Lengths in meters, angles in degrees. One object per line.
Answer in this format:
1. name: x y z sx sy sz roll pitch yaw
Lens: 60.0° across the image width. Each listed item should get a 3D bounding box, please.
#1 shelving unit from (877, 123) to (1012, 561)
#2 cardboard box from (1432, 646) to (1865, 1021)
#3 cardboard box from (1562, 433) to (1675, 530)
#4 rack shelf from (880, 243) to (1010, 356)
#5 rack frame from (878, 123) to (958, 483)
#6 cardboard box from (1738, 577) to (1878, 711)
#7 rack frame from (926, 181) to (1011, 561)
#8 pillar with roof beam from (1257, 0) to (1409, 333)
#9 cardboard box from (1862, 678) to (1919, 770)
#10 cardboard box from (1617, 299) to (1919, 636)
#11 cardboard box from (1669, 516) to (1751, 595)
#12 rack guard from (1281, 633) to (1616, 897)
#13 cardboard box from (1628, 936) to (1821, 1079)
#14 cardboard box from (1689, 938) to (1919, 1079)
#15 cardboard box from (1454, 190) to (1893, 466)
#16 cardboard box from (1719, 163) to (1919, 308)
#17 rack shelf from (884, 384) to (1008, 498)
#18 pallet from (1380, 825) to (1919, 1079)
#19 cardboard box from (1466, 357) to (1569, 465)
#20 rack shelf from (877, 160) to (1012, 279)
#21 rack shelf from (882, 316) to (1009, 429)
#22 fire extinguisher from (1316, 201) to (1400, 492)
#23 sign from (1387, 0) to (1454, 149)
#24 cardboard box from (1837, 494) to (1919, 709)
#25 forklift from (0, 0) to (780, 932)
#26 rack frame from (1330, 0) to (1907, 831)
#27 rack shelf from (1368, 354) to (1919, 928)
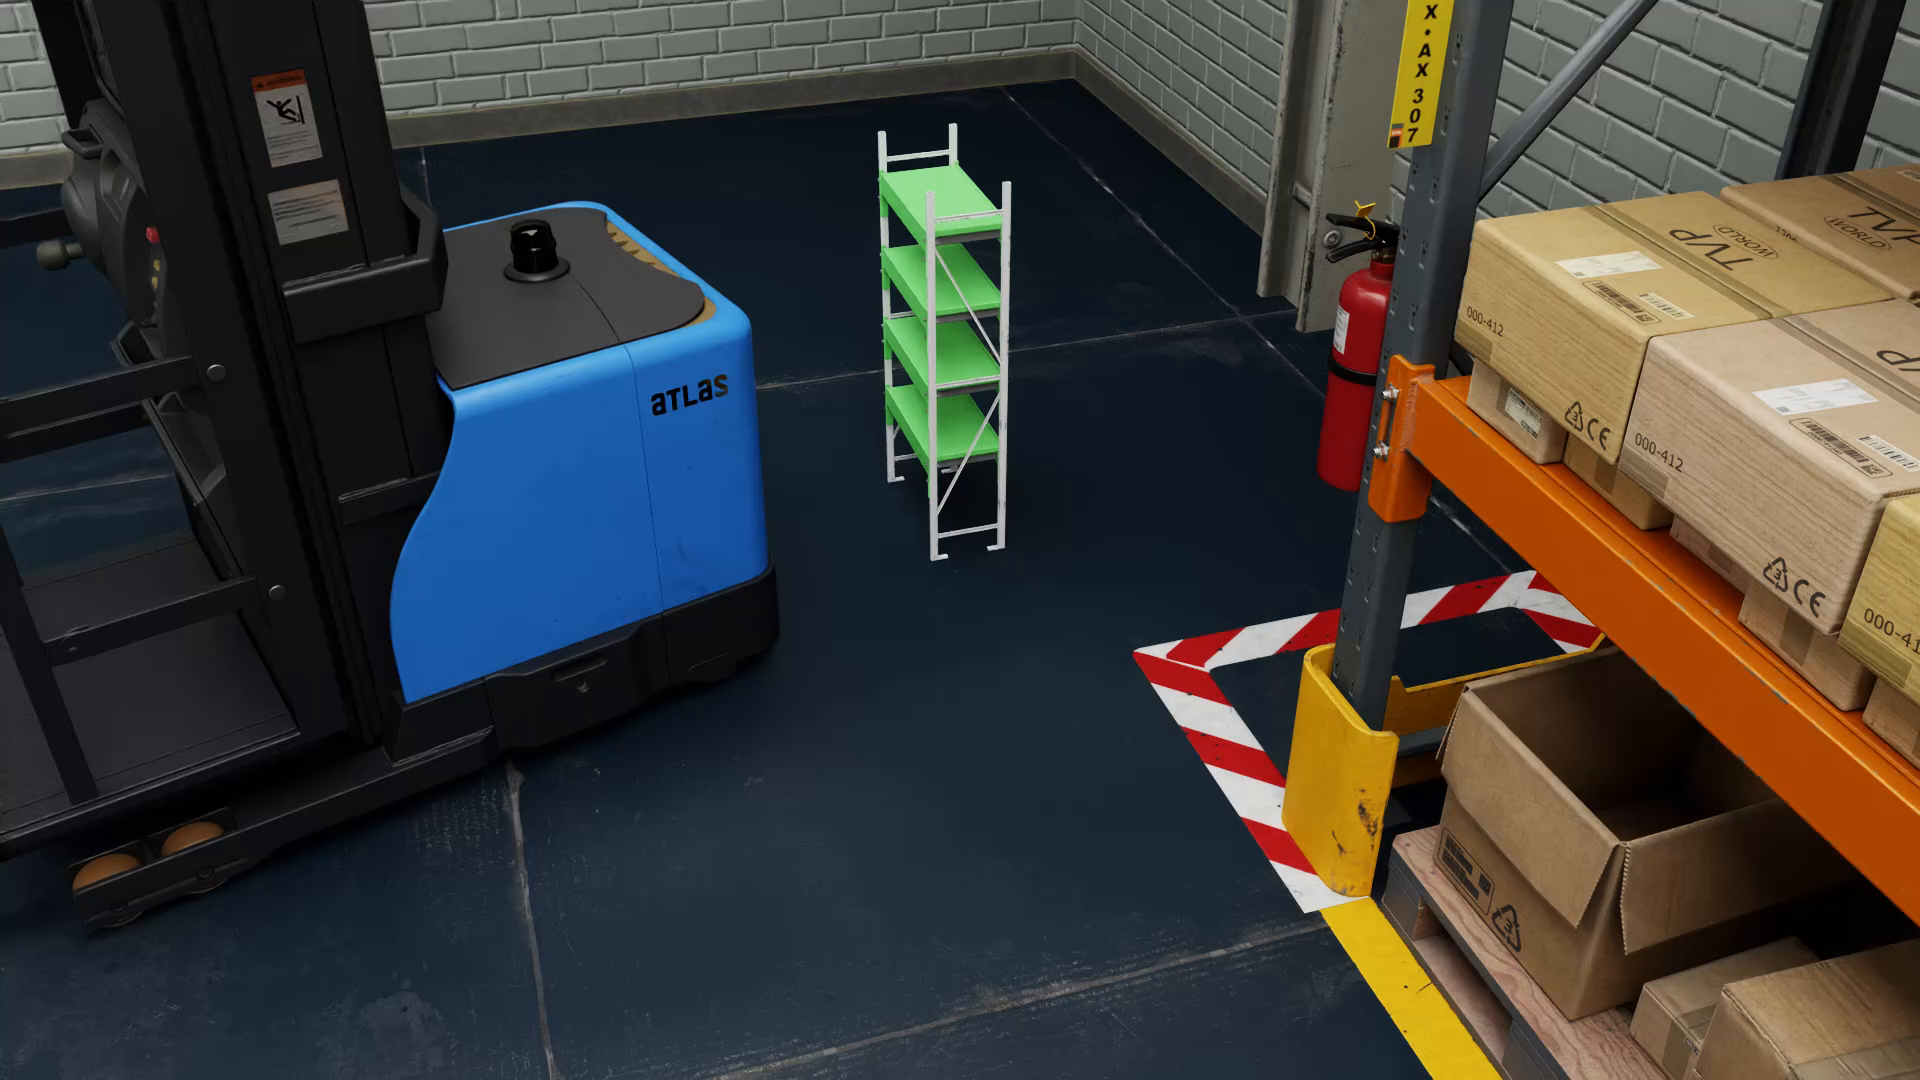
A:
1. shelving unit: -0.051 -0.588 5.051 0.258 1.200 0.503 -10 35 -15
2. cardboard box: 1.475 0.585 3.528 0.797 0.503 0.637 -11 35 -17
3. cardboard box: 1.339 -0.169 3.013 0.380 0.149 0.250 -9 35 -14
4. rack shelf: -0.051 -0.734 4.954 0.258 0.148 0.480 -10 35 -15
5. rack frame: -0.125 -0.716 5.245 0.240 1.200 0.015 -10 35 -15
6. cardboard box: 1.471 0.106 2.597 0.380 0.149 0.250 -9 34 -13
7. rack frame: 0.024 -0.459 4.857 0.240 1.200 0.015 -10 35 -15
8. pillar with roof beam: -2.686 -3.965 3.088 9.100 9.000 0.400 -10 35 -15
9. cardboard box: 1.557 0.244 2.387 0.380 0.149 0.250 -9 35 -14
10. cardboard box: 1.414 -0.132 2.595 0.500 0.250 0.500 -10 35 -14
11. cardboard box: 1.452 -0.037 2.813 0.380 0.149 0.250 -10 35 -15
12. rack guard: 1.401 0.464 4.094 1.175 0.500 0.348 -10 35 -15
13. cardboard box: 1.567 0.962 3.278 0.380 0.149 0.250 -11 35 -17
14. cardboard box: 1.698 1.041 2.840 0.700 0.500 0.500 -9 34 -13
15. cardboard box: 1.260 -0.397 2.996 0.500 0.250 0.500 -10 35 -14
16. cardboard box: 1.771 -0.483 3.127 0.500 0.250 0.500 -9 35 -13
17. rack shelf: -0.051 -0.334 5.218 0.258 0.148 0.480 -10 35 -15
18. pallet: 1.645 1.003 3.541 1.003 0.211 1.213 -10 35 -15
19. cardboard box: 1.217 -0.295 3.204 0.380 0.149 0.250 -10 35 -15
20. rack shelf: -0.051 -0.935 4.821 0.258 0.148 0.480 -10 35 -15
21. rack shelf: -0.051 -0.534 5.086 0.258 0.148 0.480 -10 35 -15
22. fire extinguisher: 0.893 -0.430 3.589 0.296 0.674 0.183 -10 35 -15
23. sign: 0.861 -0.889 3.089 0.100 0.325 0.005 -10 35 -15
24. cardboard box: 1.572 0.134 2.193 0.500 0.250 0.500 -11 35 -16
25. forklift: -2.019 -0.654 3.581 3.031 2.935 1.130 -20 39 -28
26. rack frame: 1.378 -0.619 3.465 1.000 3.000 0.127 -10 35 -15
27. rack shelf: 1.988 0.732 2.075 1.077 0.370 4.000 -10 35 -15
